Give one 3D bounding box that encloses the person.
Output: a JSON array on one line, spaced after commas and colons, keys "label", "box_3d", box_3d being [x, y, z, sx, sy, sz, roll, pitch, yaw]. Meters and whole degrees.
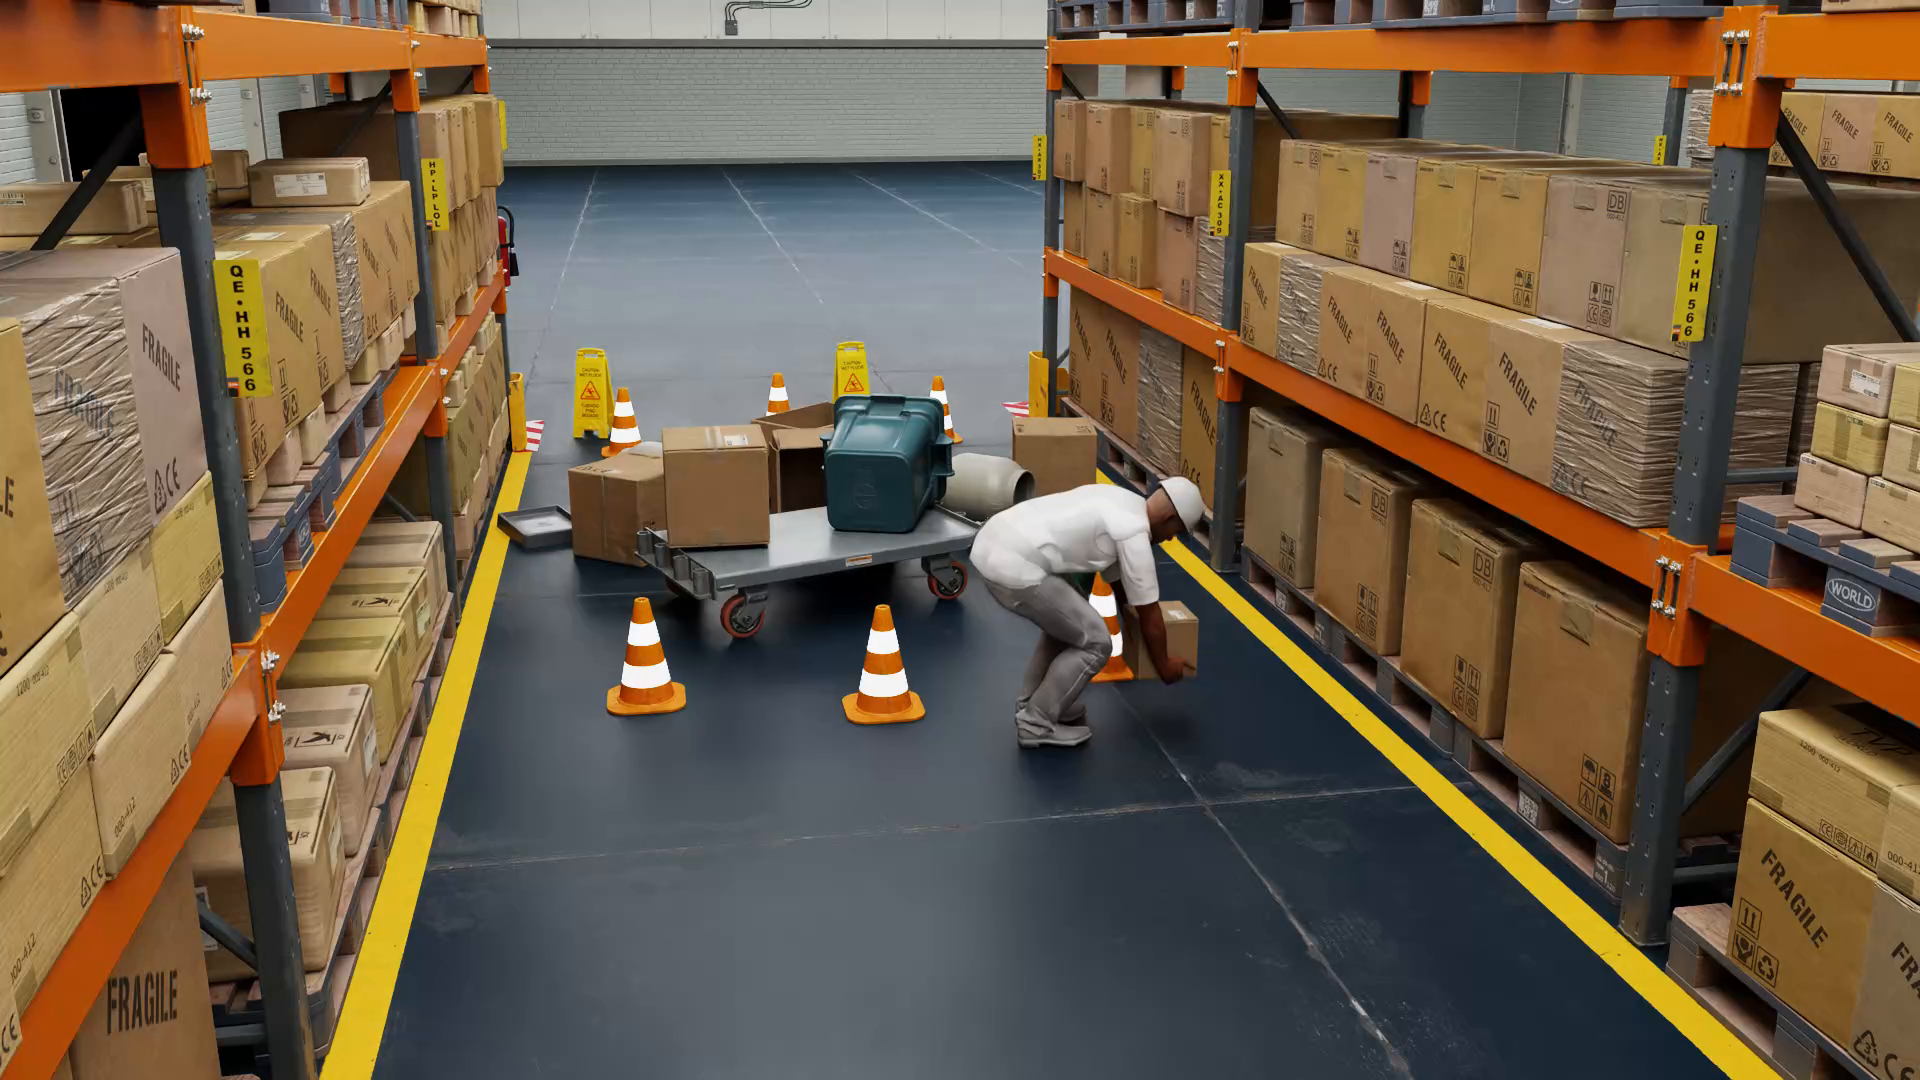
[{"label": "person", "box_3d": [0.526, 0.276, 6.821, 0.966, 1.050, 0.515, -4, 17, -13]}]
